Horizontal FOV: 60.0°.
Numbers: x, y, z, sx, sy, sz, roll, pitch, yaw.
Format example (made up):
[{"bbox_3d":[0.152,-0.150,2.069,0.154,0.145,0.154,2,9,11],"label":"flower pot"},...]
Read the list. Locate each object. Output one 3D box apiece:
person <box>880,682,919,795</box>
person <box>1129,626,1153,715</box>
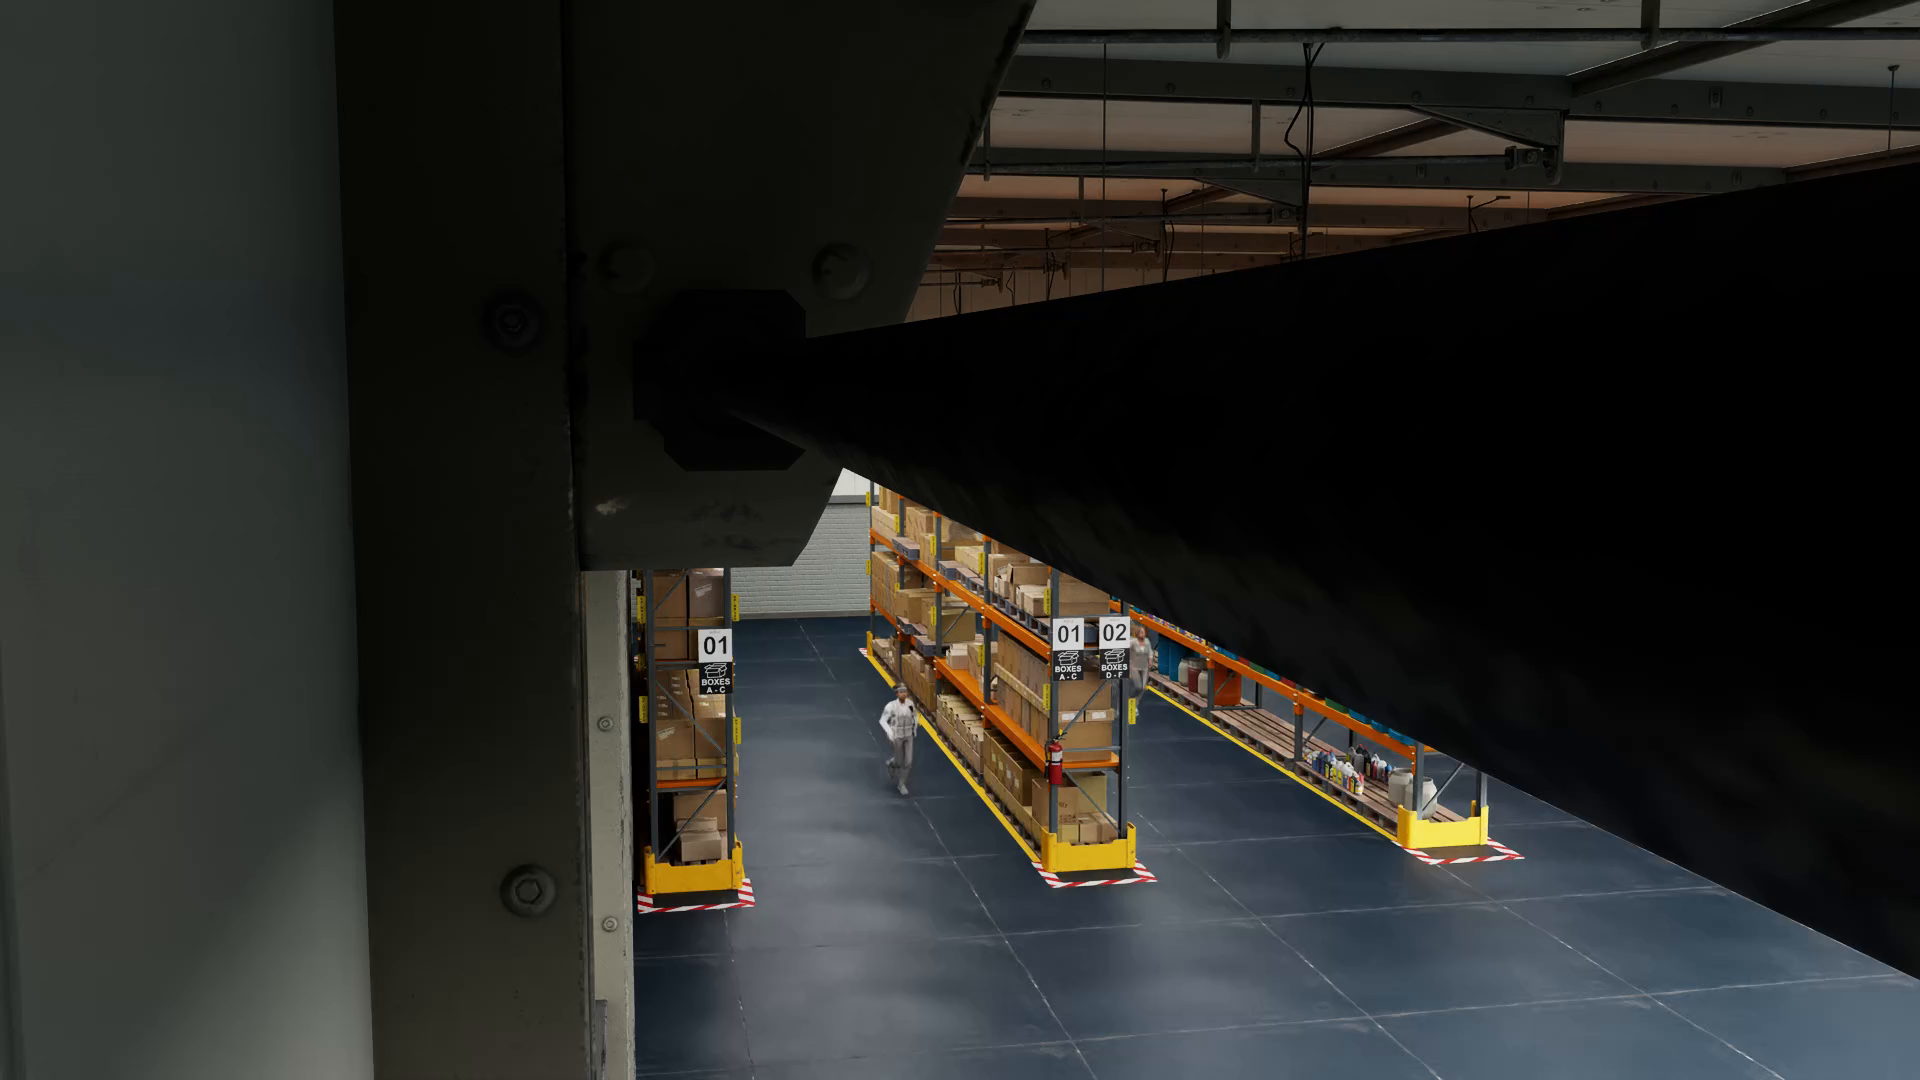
[{"bbox_3d":[-0.890,2.933,24.856,0.626,1.671,0.588,-2,6,-22],"label":"person"},{"bbox_3d":[3.115,2.267,28.831,0.547,1.559,0.480,-2,6,-19],"label":"person"}]
